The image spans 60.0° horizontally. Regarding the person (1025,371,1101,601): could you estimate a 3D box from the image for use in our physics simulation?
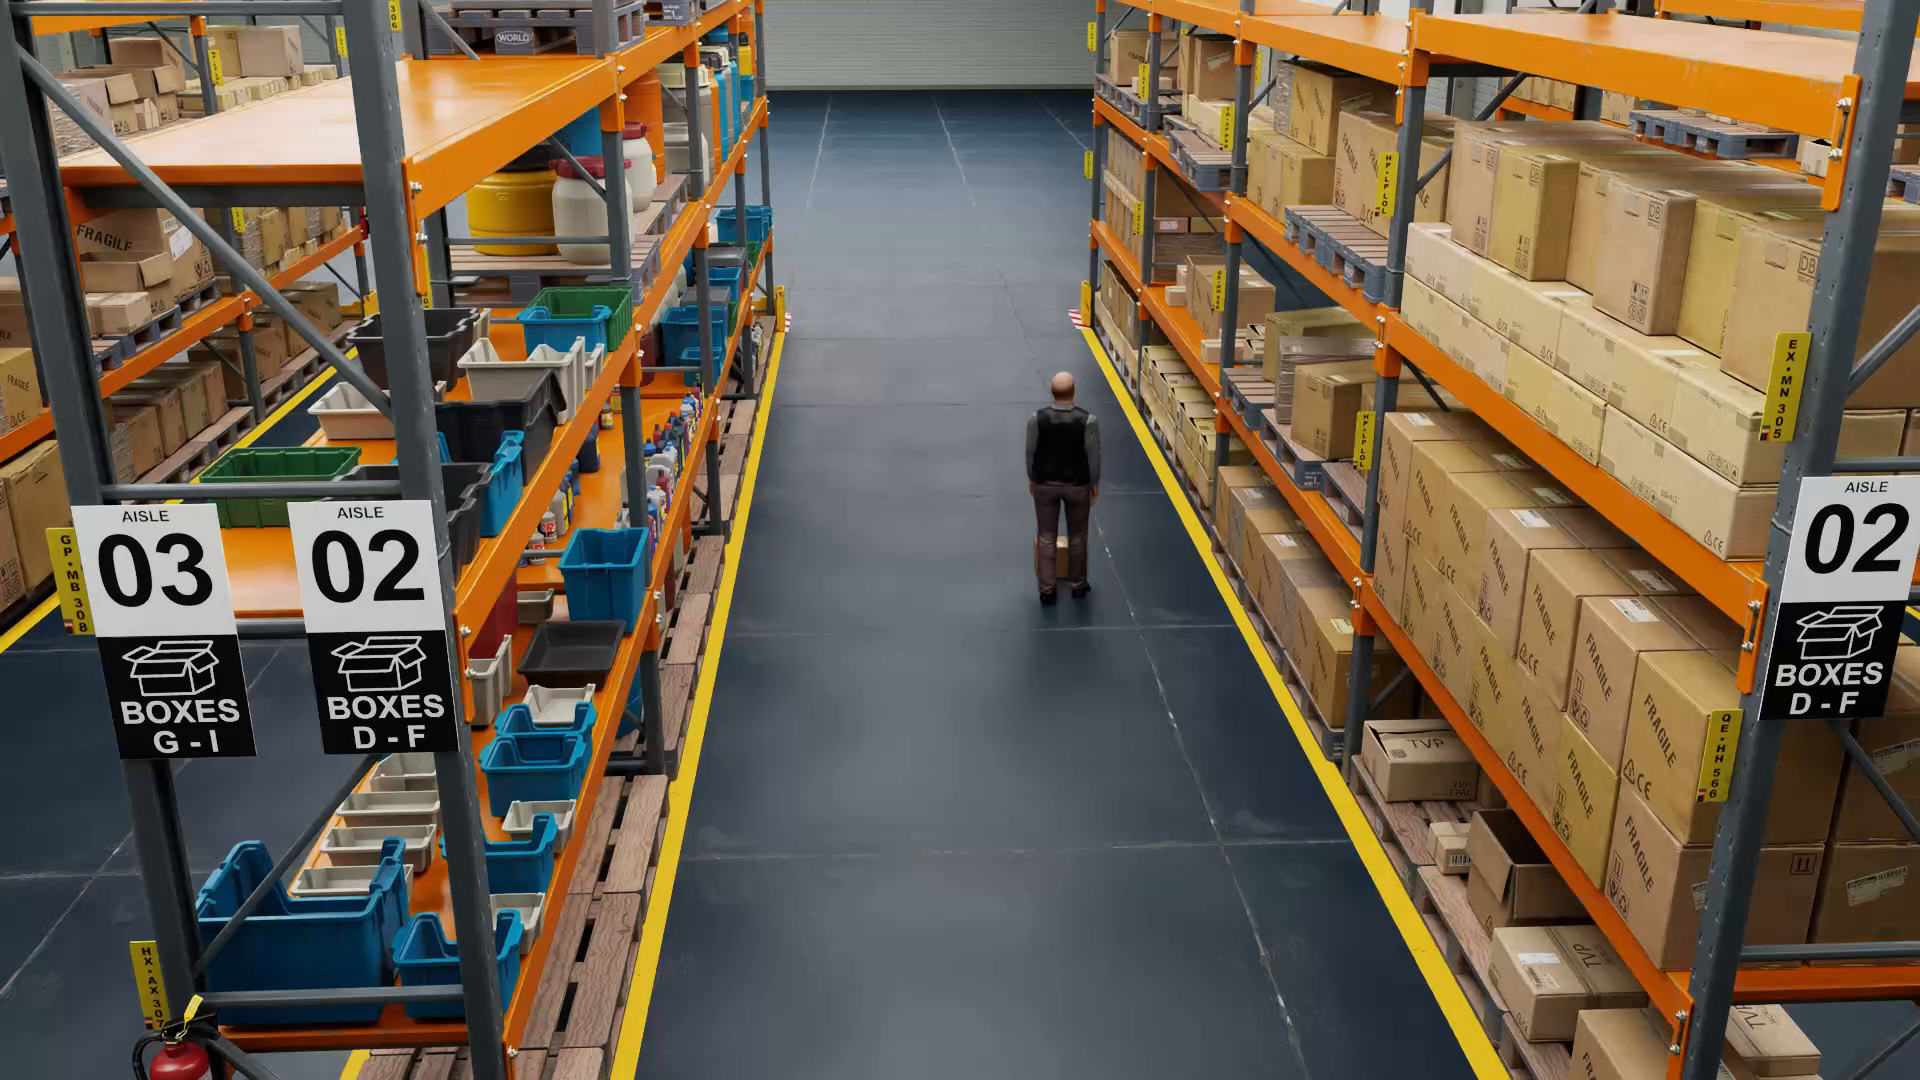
[{"bbox_3d":[0.752,-0.395,12.176,0.555,1.736,0.523,2,20,6],"label":"person"}]
